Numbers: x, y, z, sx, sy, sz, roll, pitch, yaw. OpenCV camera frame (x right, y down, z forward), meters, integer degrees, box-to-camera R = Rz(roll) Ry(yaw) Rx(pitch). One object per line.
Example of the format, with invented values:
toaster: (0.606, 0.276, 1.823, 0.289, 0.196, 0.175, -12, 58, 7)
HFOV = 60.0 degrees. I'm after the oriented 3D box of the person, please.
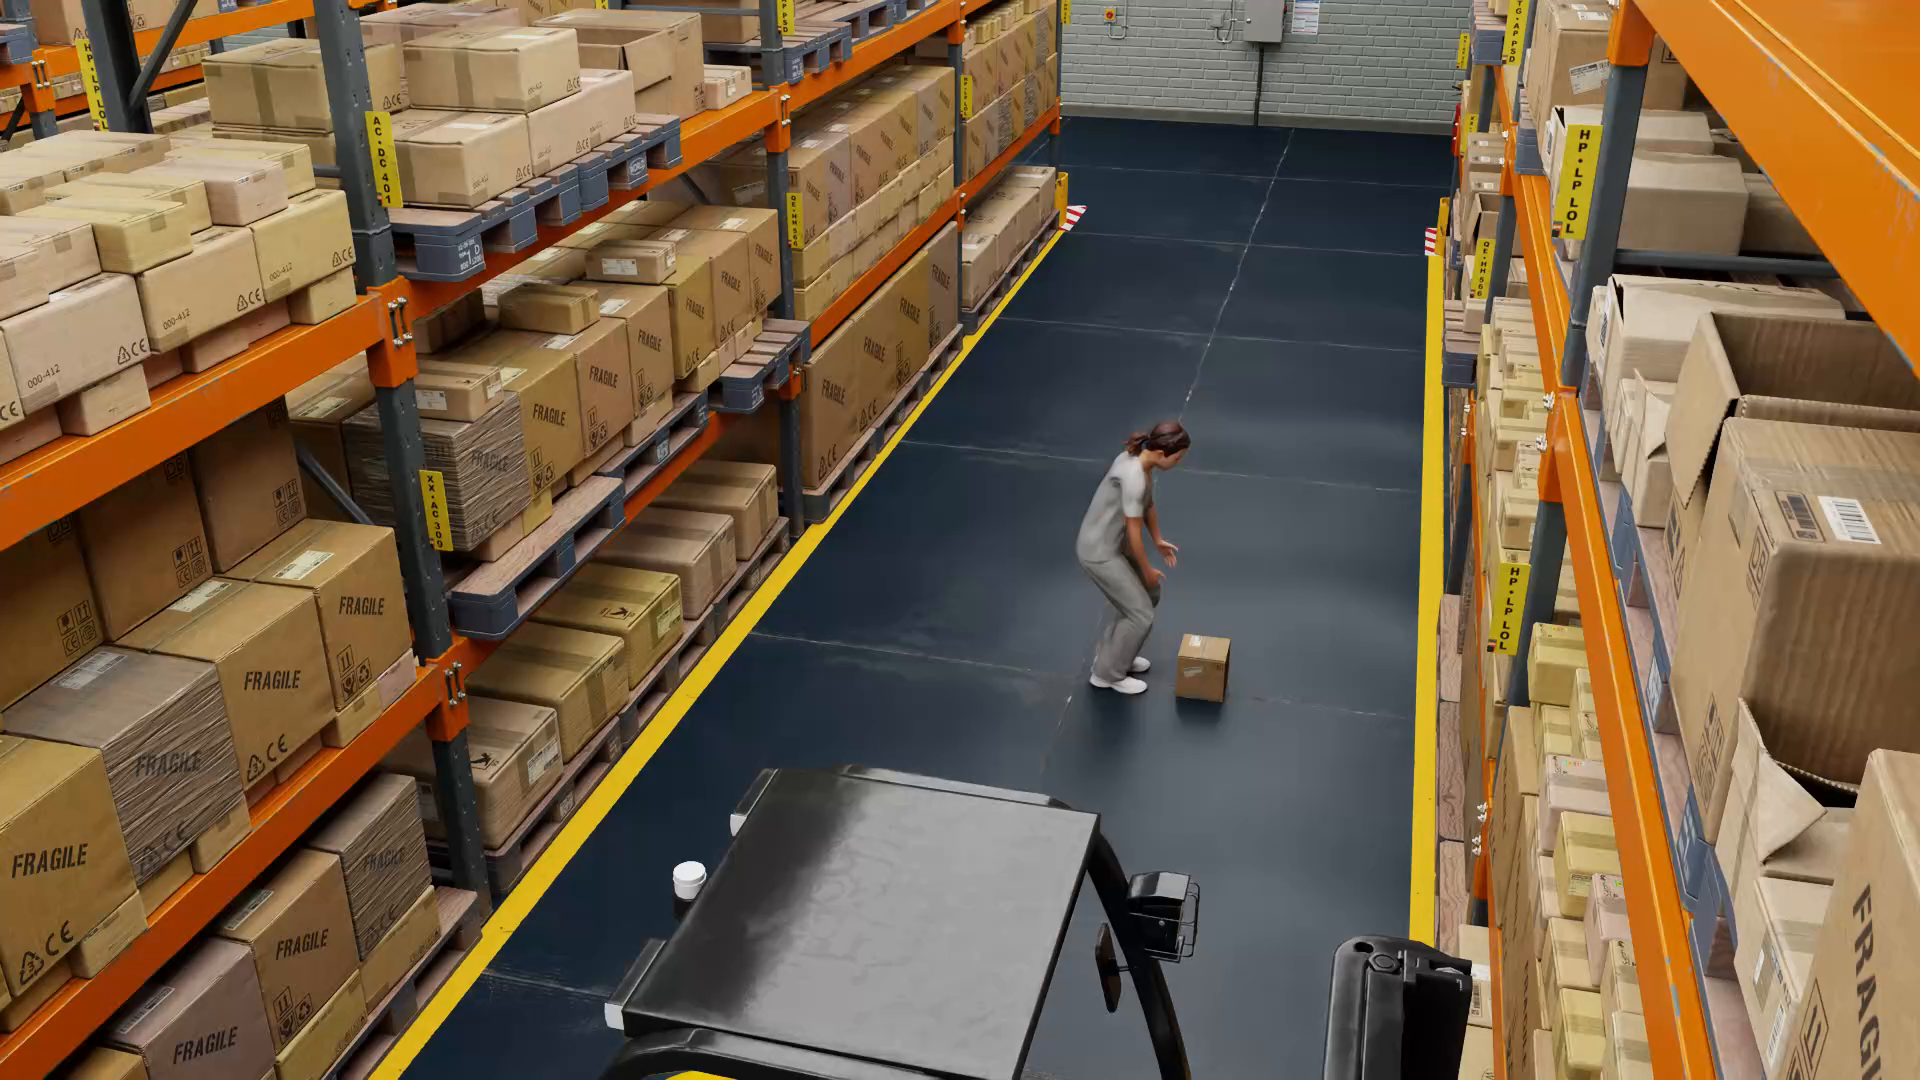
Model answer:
person: (0.892, 0.059, 8.709, 0.553, 1.493, 0.486, 7, 26, 14)
